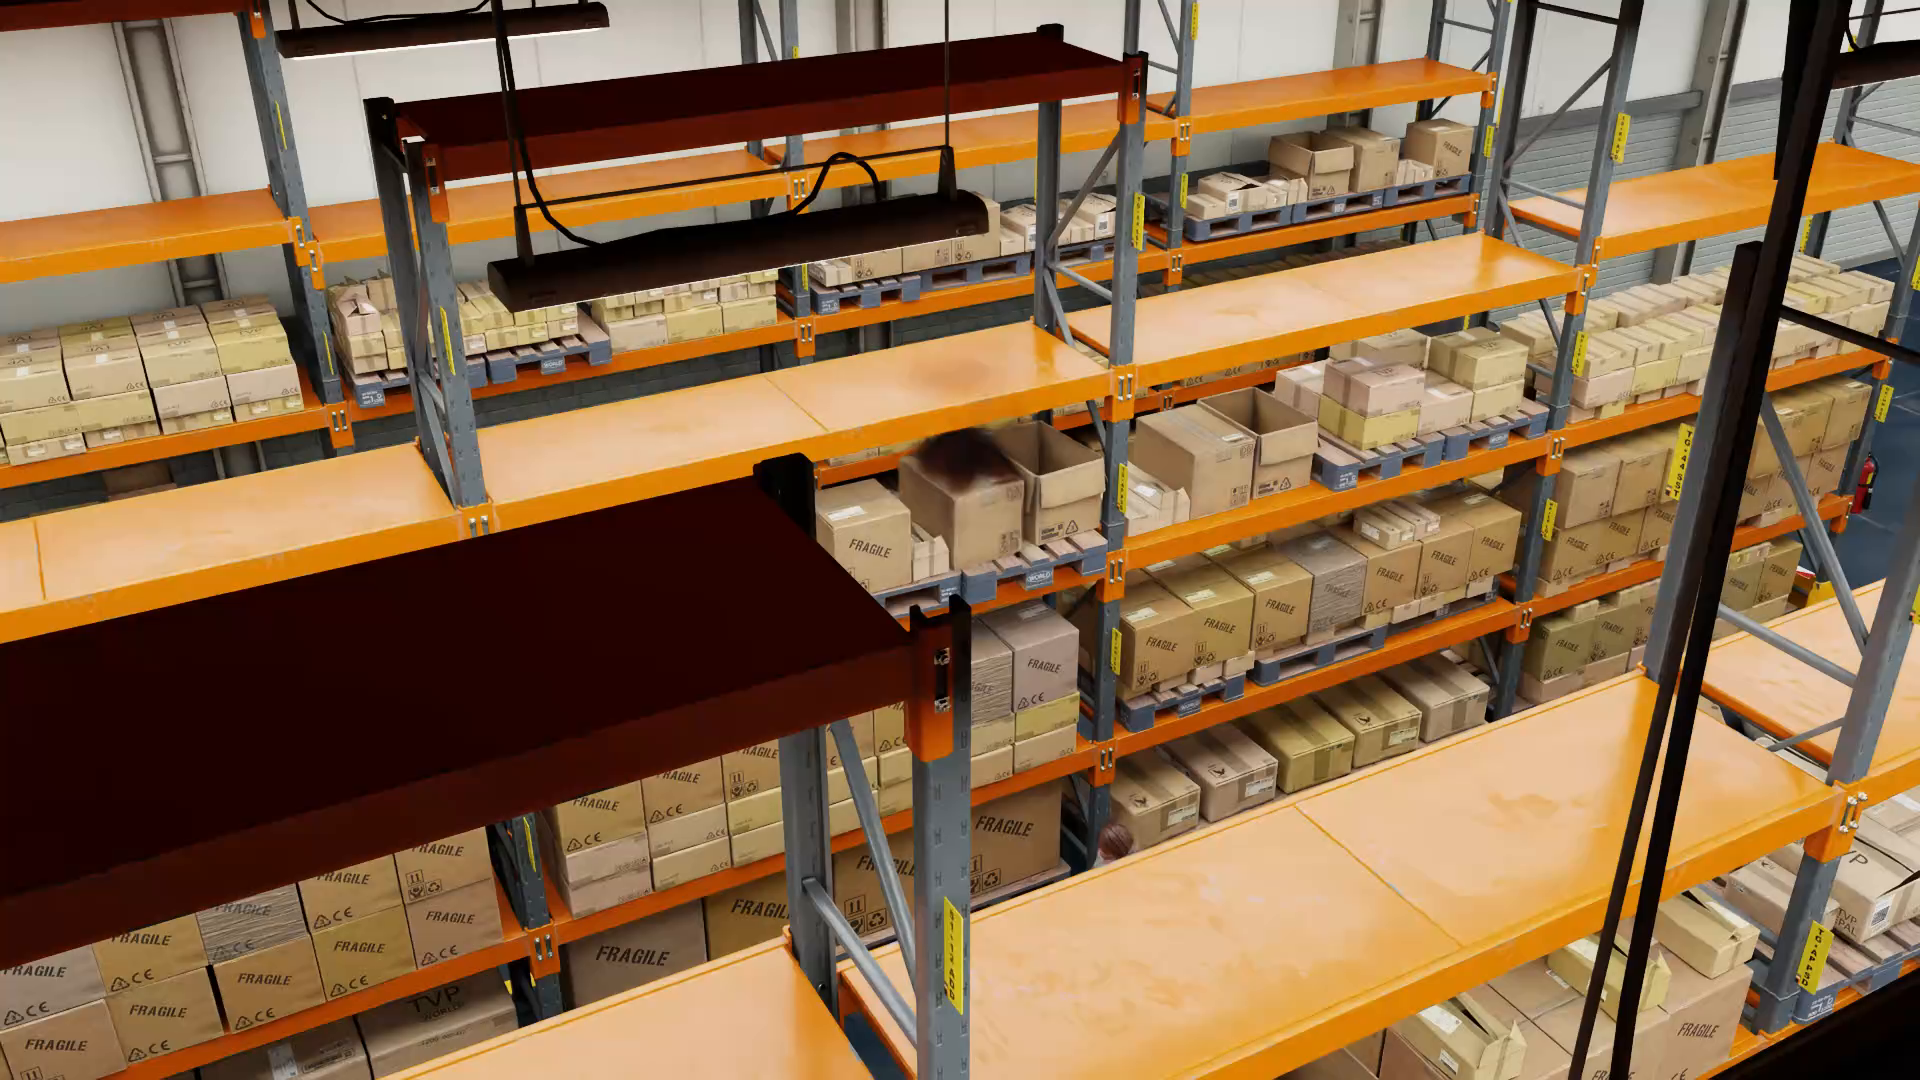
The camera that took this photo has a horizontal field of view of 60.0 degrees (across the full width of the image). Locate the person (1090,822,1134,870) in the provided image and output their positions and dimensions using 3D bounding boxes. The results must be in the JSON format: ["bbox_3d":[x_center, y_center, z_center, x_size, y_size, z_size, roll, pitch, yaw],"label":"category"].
[{"bbox_3d":[0.967,2.415,10.424,0.475,1.595,0.588,-13,31,-23],"label":"person"}]
